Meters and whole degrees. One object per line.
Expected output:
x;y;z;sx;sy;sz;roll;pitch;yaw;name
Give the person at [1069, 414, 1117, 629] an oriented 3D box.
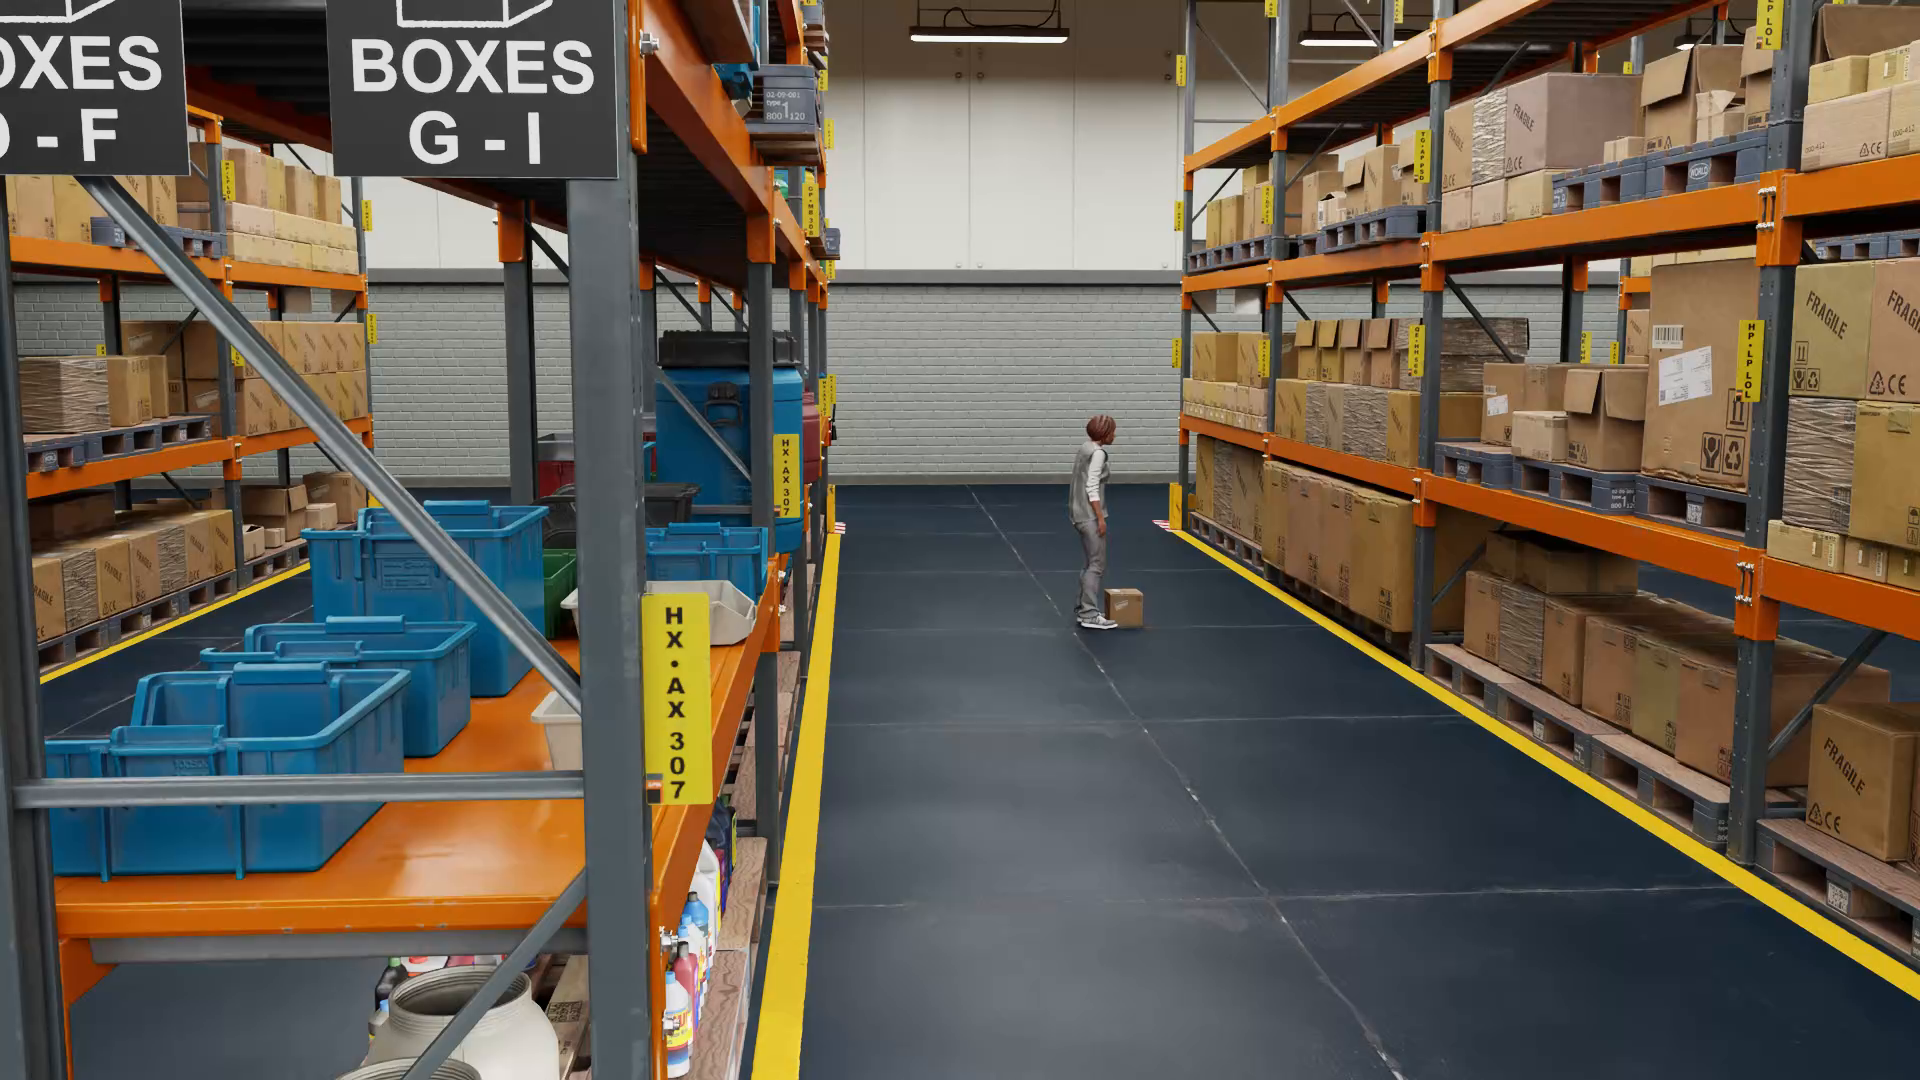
1.000;-0.149;12.505;0.345;1.592;0.464;0;7;-4;person
